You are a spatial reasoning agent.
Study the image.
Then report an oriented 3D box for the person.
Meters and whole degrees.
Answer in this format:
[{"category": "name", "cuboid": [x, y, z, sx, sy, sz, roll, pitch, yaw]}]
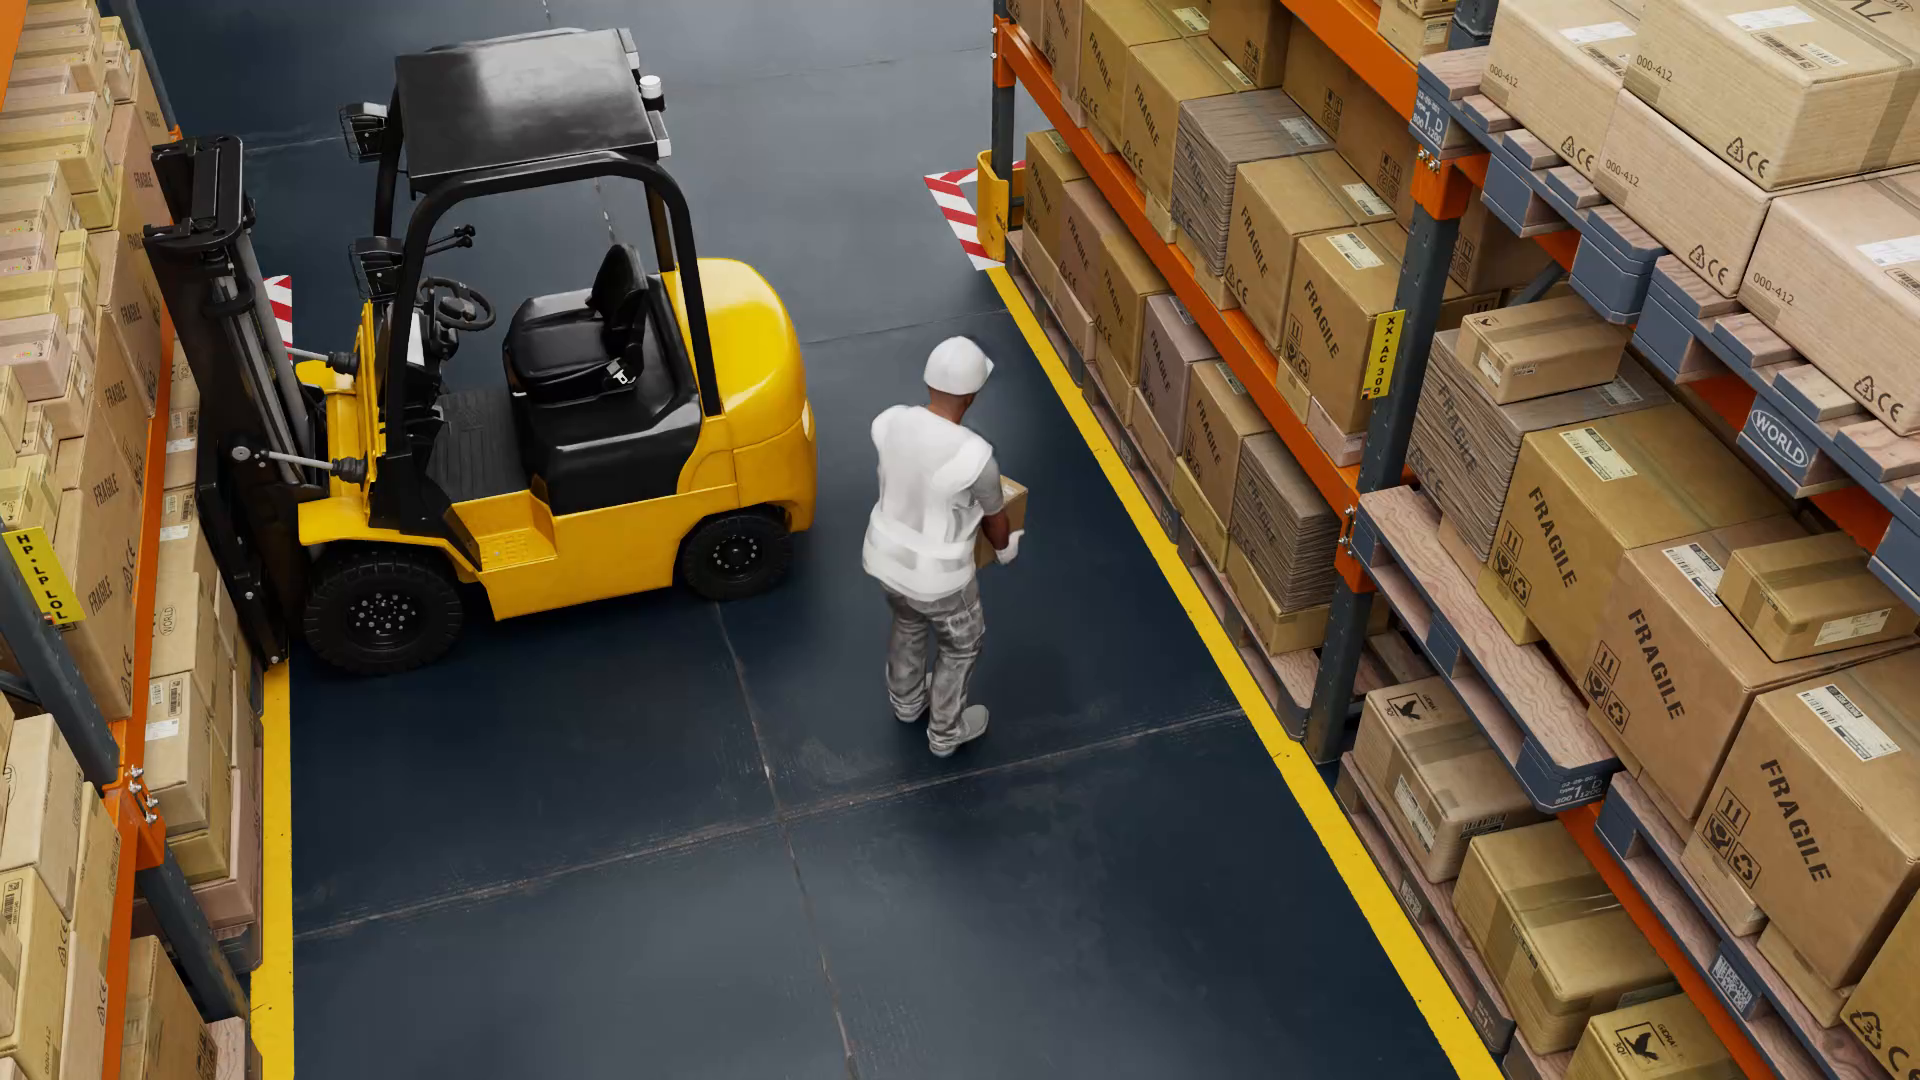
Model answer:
[{"category": "person", "cuboid": [-0.069, 0.028, 6.141, 0.484, 1.745, 0.616, 29, 49, 29]}]
